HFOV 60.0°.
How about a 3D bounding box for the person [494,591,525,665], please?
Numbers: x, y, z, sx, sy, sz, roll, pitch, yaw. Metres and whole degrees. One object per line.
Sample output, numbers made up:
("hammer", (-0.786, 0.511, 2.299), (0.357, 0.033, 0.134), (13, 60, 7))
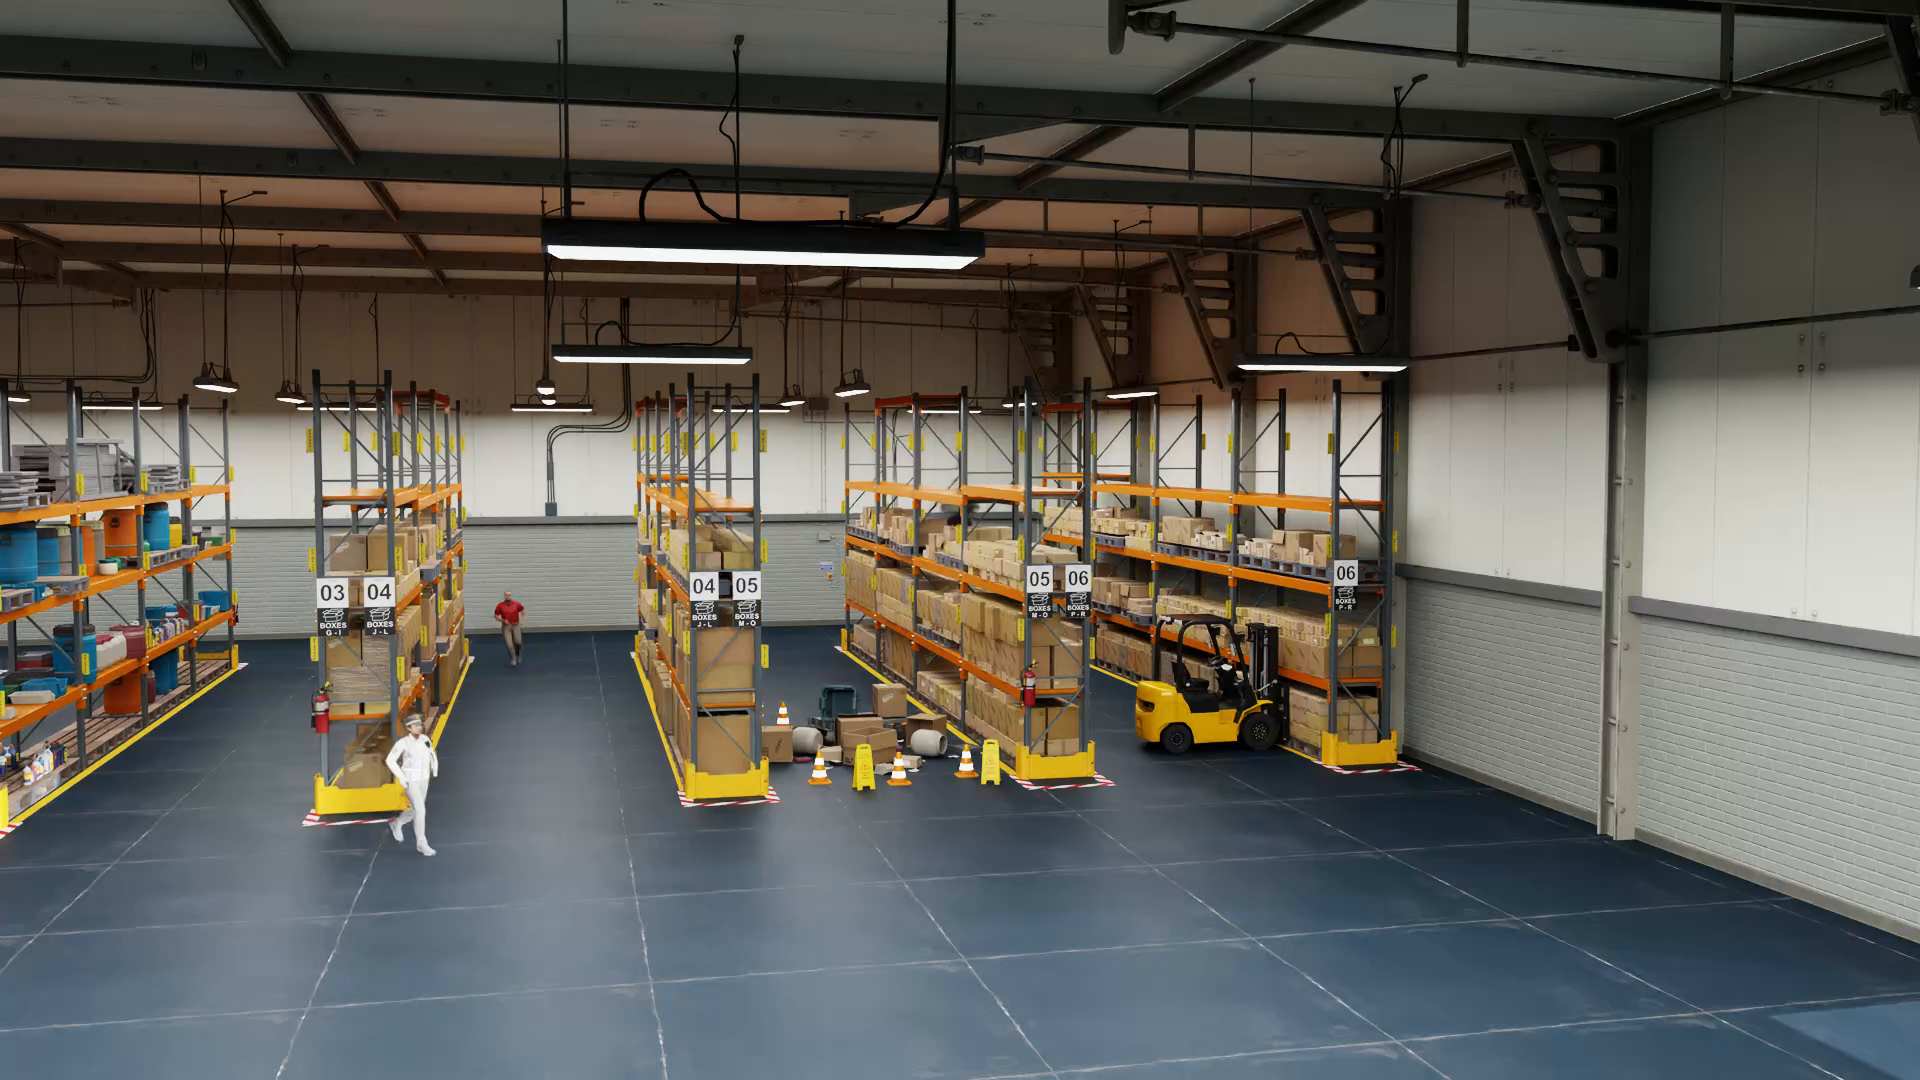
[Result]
("person", (-10.151, 1.991, 37.543), (0.688, 1.683, 0.527), (-1, 4, -20))

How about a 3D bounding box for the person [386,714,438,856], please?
("person", (-6.717, 2.964, 20.411), (0.844, 1.708, 0.619), (2, 4, 31))
